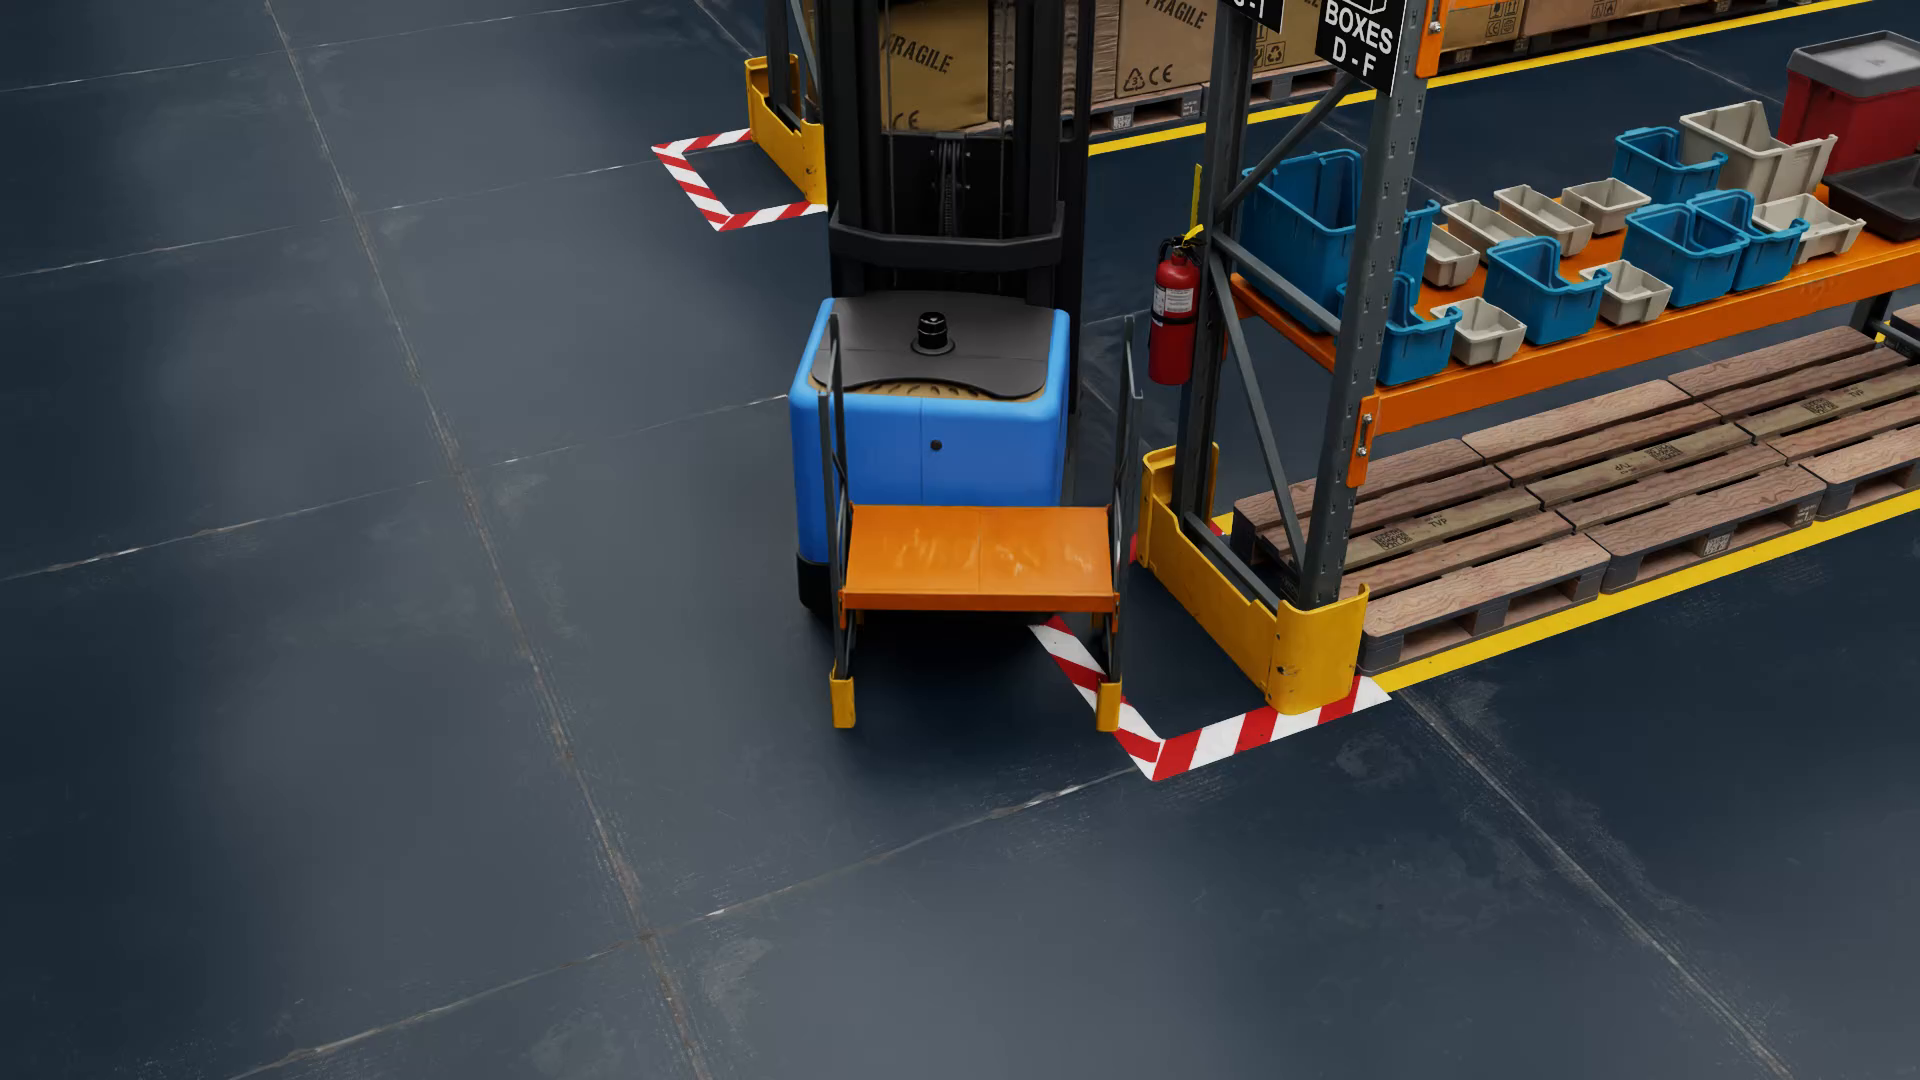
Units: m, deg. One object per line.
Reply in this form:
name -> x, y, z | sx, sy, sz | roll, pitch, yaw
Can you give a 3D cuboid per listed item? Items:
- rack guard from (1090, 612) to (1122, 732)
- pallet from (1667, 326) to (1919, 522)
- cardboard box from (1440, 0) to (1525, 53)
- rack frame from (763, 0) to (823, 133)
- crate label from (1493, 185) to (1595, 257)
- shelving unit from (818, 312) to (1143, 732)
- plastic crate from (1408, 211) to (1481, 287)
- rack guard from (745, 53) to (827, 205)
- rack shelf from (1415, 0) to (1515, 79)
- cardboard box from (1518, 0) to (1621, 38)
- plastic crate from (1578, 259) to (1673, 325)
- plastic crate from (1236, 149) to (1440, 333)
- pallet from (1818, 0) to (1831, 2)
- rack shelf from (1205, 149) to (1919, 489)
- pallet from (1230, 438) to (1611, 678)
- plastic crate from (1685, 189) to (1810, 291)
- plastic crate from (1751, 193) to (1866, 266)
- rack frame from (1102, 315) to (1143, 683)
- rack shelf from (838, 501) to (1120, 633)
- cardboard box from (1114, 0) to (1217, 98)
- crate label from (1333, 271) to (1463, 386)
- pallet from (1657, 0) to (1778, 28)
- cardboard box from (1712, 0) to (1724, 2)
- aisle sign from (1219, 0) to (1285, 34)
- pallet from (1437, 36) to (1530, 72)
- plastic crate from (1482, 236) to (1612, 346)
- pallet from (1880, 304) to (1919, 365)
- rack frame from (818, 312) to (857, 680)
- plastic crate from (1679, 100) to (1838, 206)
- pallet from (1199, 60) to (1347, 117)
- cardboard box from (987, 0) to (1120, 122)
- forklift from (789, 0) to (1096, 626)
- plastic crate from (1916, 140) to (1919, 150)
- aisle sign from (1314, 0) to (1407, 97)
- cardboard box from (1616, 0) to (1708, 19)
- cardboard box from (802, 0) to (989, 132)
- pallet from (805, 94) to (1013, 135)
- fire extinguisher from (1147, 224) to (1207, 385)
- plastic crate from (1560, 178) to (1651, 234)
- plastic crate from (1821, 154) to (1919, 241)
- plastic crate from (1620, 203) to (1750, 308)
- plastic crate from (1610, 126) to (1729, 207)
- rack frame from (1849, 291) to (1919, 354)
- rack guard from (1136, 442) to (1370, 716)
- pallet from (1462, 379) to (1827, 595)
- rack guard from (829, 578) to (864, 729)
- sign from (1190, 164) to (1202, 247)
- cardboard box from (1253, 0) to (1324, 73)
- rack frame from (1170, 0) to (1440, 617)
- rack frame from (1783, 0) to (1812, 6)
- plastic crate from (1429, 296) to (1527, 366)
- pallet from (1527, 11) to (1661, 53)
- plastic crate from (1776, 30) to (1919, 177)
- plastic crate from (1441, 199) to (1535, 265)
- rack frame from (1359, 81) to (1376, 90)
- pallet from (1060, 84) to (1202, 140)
rack guard -> 0.561, 0.441, 6.417 | 0.087, 0.250, 0.587 | 1, 40, 1
pallet -> 4.126, -0.579, 7.853 | 1.213, 0.211, 1.003 | -16, 39, -20
cardboard box -> 3.241, -4.065, 11.644 | 0.875, 0.875, 1.225 | -15, 39, -20
rack frame -> -0.951, -3.564, 9.538 | 0.127, 3.000, 1.000 | -16, 39, -20
crate label -> 2.325, -1.265, 6.608 | 0.243, 0.136, 0.396 | -16, 39, -20
shelving unit -> 0.062, -0.045, 6.024 | 1.083, 1.500, 0.587 | 1, 40, 1
plastic crate -> 1.815, -1.116, 6.407 | 0.243, 0.136, 0.396 | -16, 39, -20
rack guard -> -0.972, -2.554, 10.274 | 0.348, 0.500, 1.175 | -16, 39, -20
rack shelf -> 2.964, -2.315, 5.940 | 4.000, 0.370, 1.077 | -16, 39, -20
cardboard box -> 4.050, -4.292, 11.949 | 0.875, 0.875, 1.225 | -17, 40, -21
plastic crate -> 2.457, -0.905, 6.123 | 0.298, 0.136, 0.250 | -16, 39, -20
plastic crate -> 1.377, -1.117, 6.158 | 0.499, 0.435, 0.616 | -16, 39, -20
pallet -> 6.999, -4.666, 13.364 | 1.213, 0.211, 1.003 | -16, 39, -20
rack shelf -> 2.964, -1.111, 6.833 | 4.000, 0.370, 1.077 | -16, 39, -20
pallet -> 1.917, 0.039, 7.021 | 1.213, 0.211, 1.003 | -16, 39, -20
plastic crate -> 2.981, -1.144, 6.365 | 0.300, 0.233, 0.416 | -16, 39, -20
plastic crate -> 3.326, -1.221, 6.549 | 0.466, 0.136, 0.293 | -16, 39, -20
rack frame -> 0.579, -0.039, 6.016 | 0.032, 1.500, 0.500 | 1, 40, 1
rack shelf -> 0.071, 0.094, 6.139 | 1.000, 0.185, 0.538 | 1, 40, 1
cardboard box -> 1.224, -3.540, 10.936 | 0.875, 0.875, 0.875 | -16, 39, -20
crate label -> 1.517, -0.735, 5.813 | 0.303, 0.233, 0.416 | -16, 39, -20
pallet -> 5.546, -4.310, 12.884 | 1.213, 0.211, 1.003 | -16, 39, -20
cardboard box -> 5.658, -4.741, 12.555 | 0.875, 0.875, 1.225 | -17, 40, -22
aisle sign -> 0.964, -2.077, 5.351 | 0.004, 0.787, 0.394 | -16, 39, -20
pallet -> 3.337, -3.693, 12.052 | 1.213, 0.211, 1.003 | -16, 39, -20
plastic crate -> 2.113, -0.902, 6.038 | 0.300, 0.233, 0.416 | -16, 39, -20
pallet -> 5.491, -0.959, 8.365 | 1.213, 0.211, 1.003 | -16, 39, -20
rack frame -> -0.438, -0.050, 6.032 | 0.032, 1.500, 0.500 | 1, 40, 1
plastic crate -> 3.314, -1.595, 6.932 | 0.530, 0.282, 0.437 | -16, 39, -20
pallet -> 1.949, -3.307, 11.531 | 1.213, 0.211, 1.003 | -16, 39, -20
cardboard box -> 0.418, -3.315, 10.633 | 0.875, 0.875, 0.875 | -16, 39, -20
forklift -> 0.012, -1.699, 7.081 | 1.130, 2.935, 3.031 | 4, 37, 5
plastic crate -> 4.293, -1.783, 7.307 | 0.243, 0.136, 0.396 | -16, 39, -20
aisle sign -> 1.215, -1.759, 4.922 | 0.004, 0.787, 0.394 | -16, 39, -20
cardboard box -> 4.847, -4.520, 12.257 | 0.875, 0.875, 1.225 | -15, 39, -20
cardboard box -> -0.405, -3.085, 10.322 | 0.875, 0.875, 0.875 | -16, 39, -20
pallet -> -0.260, -2.689, 10.698 | 1.213, 0.211, 1.003 | -16, 39, -20
fire extinguisher -> 0.824, -0.919, 6.350 | 0.183, 0.674, 0.296 | -16, 39, -20
plastic crate -> 2.585, -1.350, 6.723 | 0.250, 0.136, 0.298 | -16, 39, -20
plastic crate -> 3.876, -1.391, 6.788 | 0.590, 0.125, 0.437 | -16, 39, -20
plastic crate -> 2.709, -1.068, 6.263 | 0.300, 0.233, 0.416 | -16, 39, -20
plastic crate -> 2.904, -1.508, 6.856 | 0.300, 0.233, 0.416 | -16, 39, -20
rack frame -> 4.775, -1.906, 7.302 | 0.127, 3.000, 1.000 | -16, 39, -20
rack guard -> 1.137, 0.124, 6.664 | 0.348, 0.500, 1.175 | -16, 39, -20
pallet -> 3.020, -0.268, 7.434 | 1.213, 0.211, 1.003 | -16, 39, -20
rack guard -> -0.435, 0.429, 6.433 | 0.087, 0.250, 0.587 | 1, 40, 1
sign -> 0.905, -1.251, 6.282 | 0.005, 0.325, 0.100 | -16, 39, -20
cardboard box -> 2.039, -3.768, 11.244 | 0.875, 0.875, 0.875 | -16, 39, -20
rack frame -> 1.154, -0.893, 5.937 | 0.127, 3.000, 1.000 | -16, 39, -20
rack frame -> 6.291, -5.589, 12.268 | 0.127, 3.000, 1.000 | -16, 39, -20
plastic crate -> 1.843, -0.733, 5.891 | 0.298, 0.136, 0.250 | -16, 39, -20
pallet -> 4.443, -4.004, 12.471 | 1.213, 0.211, 1.003 | -16, 39, -20
plastic crate -> 3.860, -1.865, 7.142 | 0.583, 0.464, 0.402 | -16, 39, -20
plastic crate -> 2.083, -1.181, 6.496 | 0.243, 0.136, 0.396 | -16, 39, -20
rack frame -> 2.670, -4.577, 10.903 | 0.127, 3.000, 1.000 | -16, 39, -20
pallet -> 0.843, -2.995, 11.111 | 1.213, 0.211, 1.003 | -16, 39, -20
